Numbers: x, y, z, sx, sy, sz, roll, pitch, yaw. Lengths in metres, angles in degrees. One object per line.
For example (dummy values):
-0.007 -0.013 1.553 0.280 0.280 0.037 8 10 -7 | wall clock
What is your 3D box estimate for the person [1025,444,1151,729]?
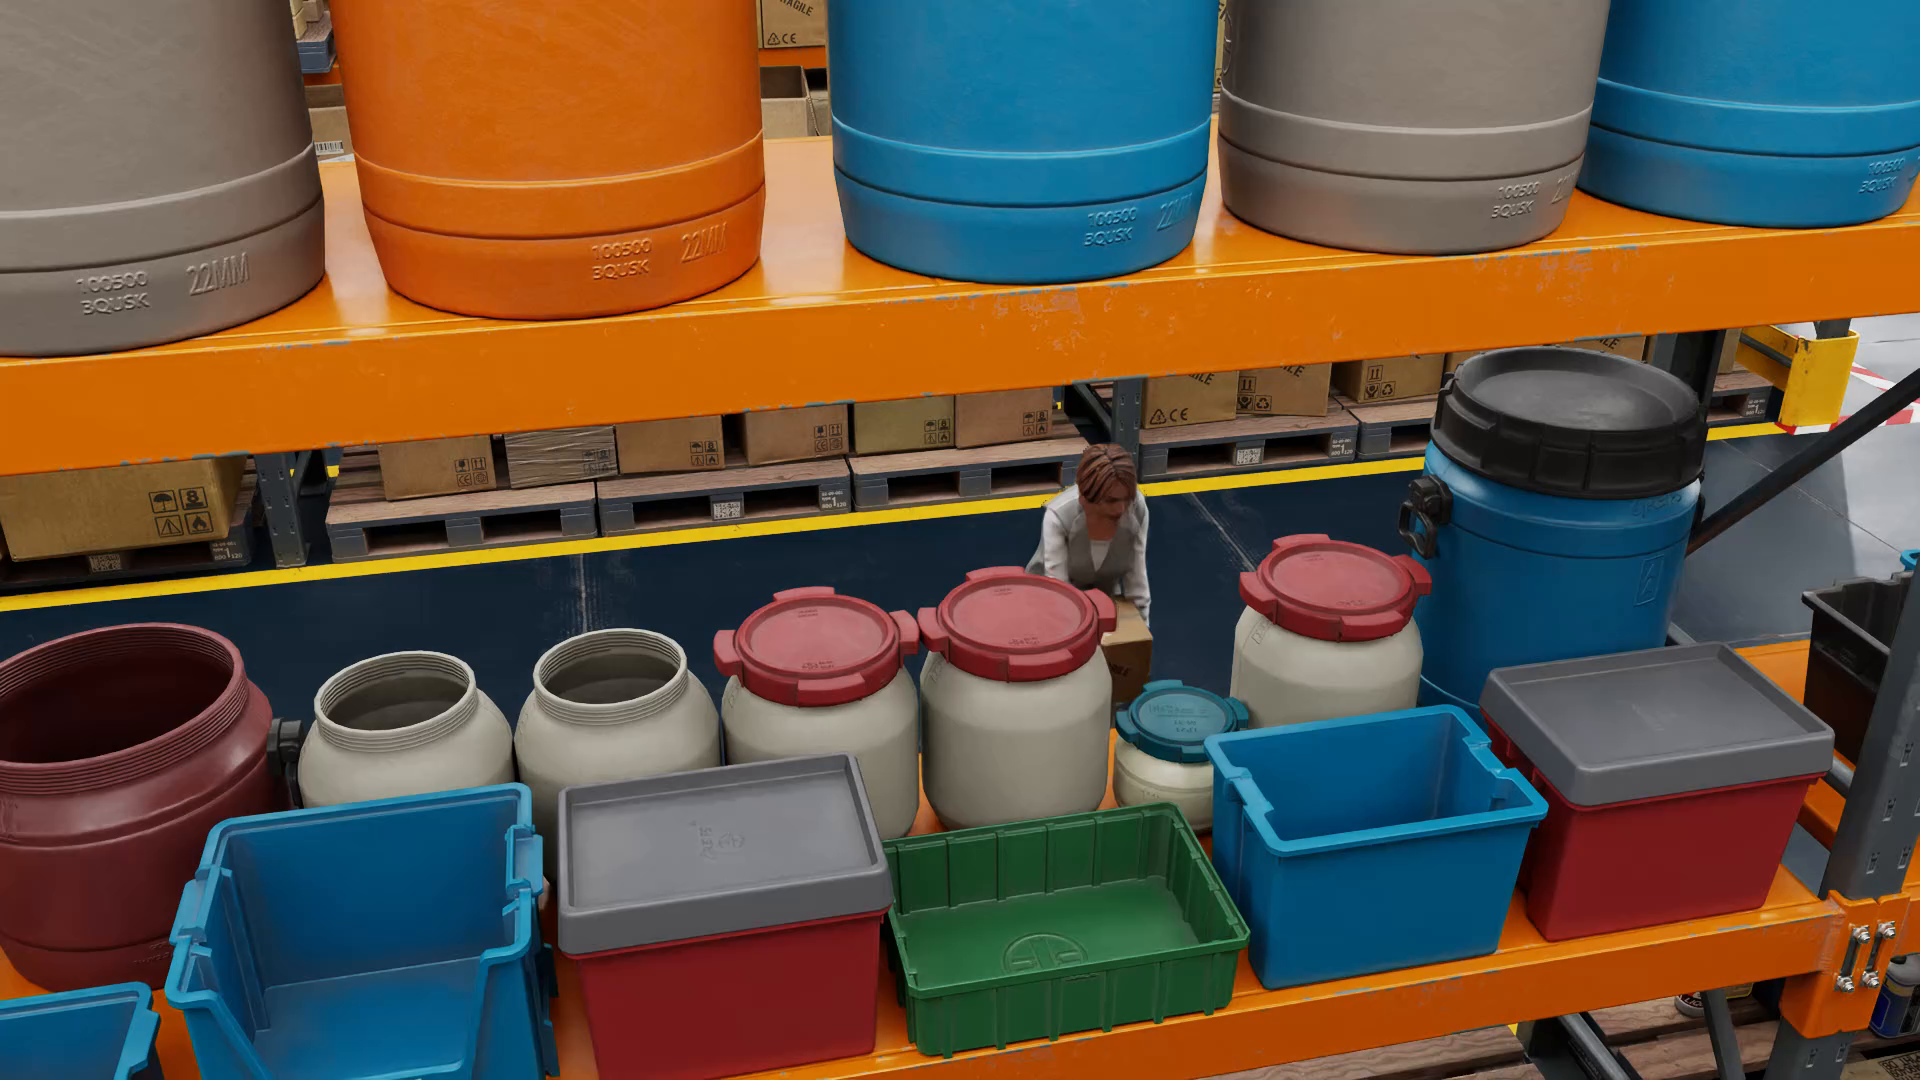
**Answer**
0.414 0.317 5.598 0.372 1.523 0.558 -6 28 -12 | person
